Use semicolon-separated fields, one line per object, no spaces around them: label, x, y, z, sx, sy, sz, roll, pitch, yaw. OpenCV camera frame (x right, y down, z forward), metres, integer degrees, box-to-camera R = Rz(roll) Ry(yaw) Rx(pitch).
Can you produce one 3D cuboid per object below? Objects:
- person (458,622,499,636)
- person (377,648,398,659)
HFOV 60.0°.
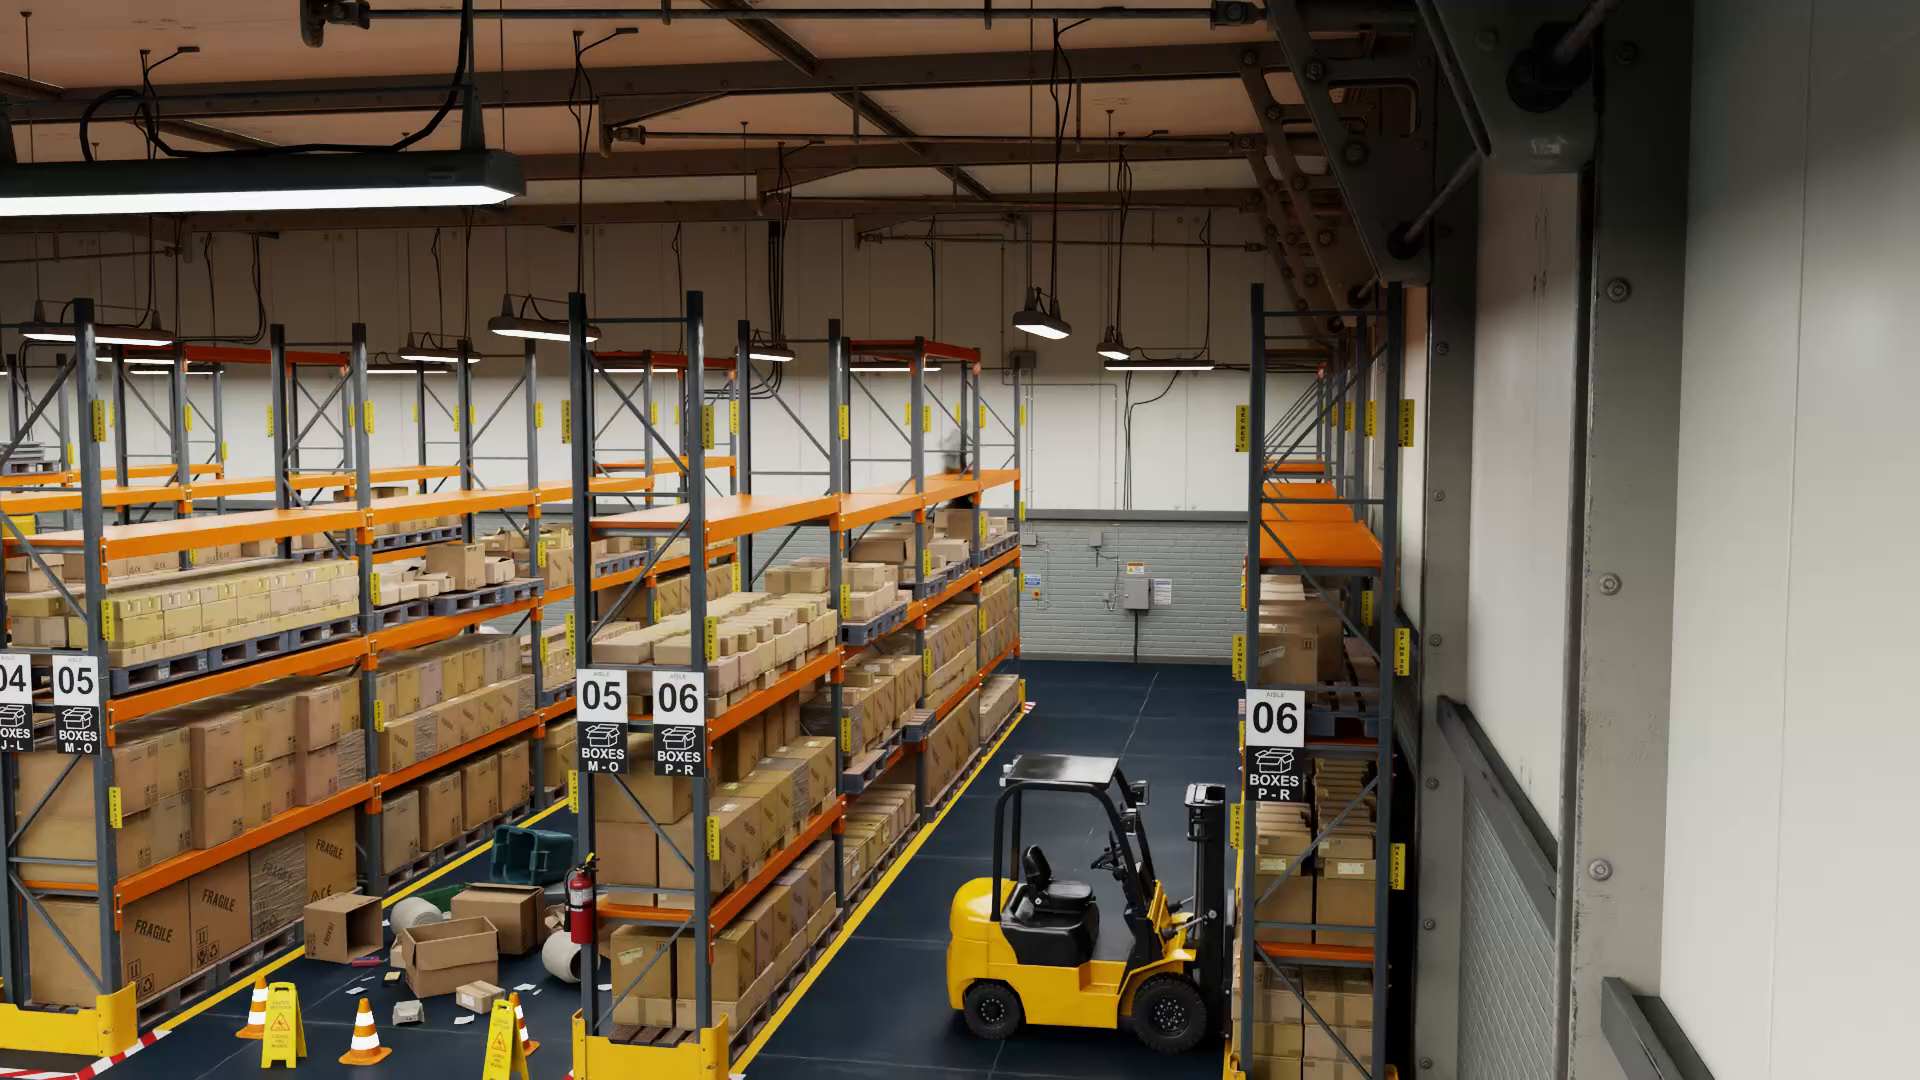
person;-7.925;2.093;27.269;0.692;1.829;0.835;1;5;6
person;-8.468;2.307;24.685;0.733;1.806;0.854;1;5;17
